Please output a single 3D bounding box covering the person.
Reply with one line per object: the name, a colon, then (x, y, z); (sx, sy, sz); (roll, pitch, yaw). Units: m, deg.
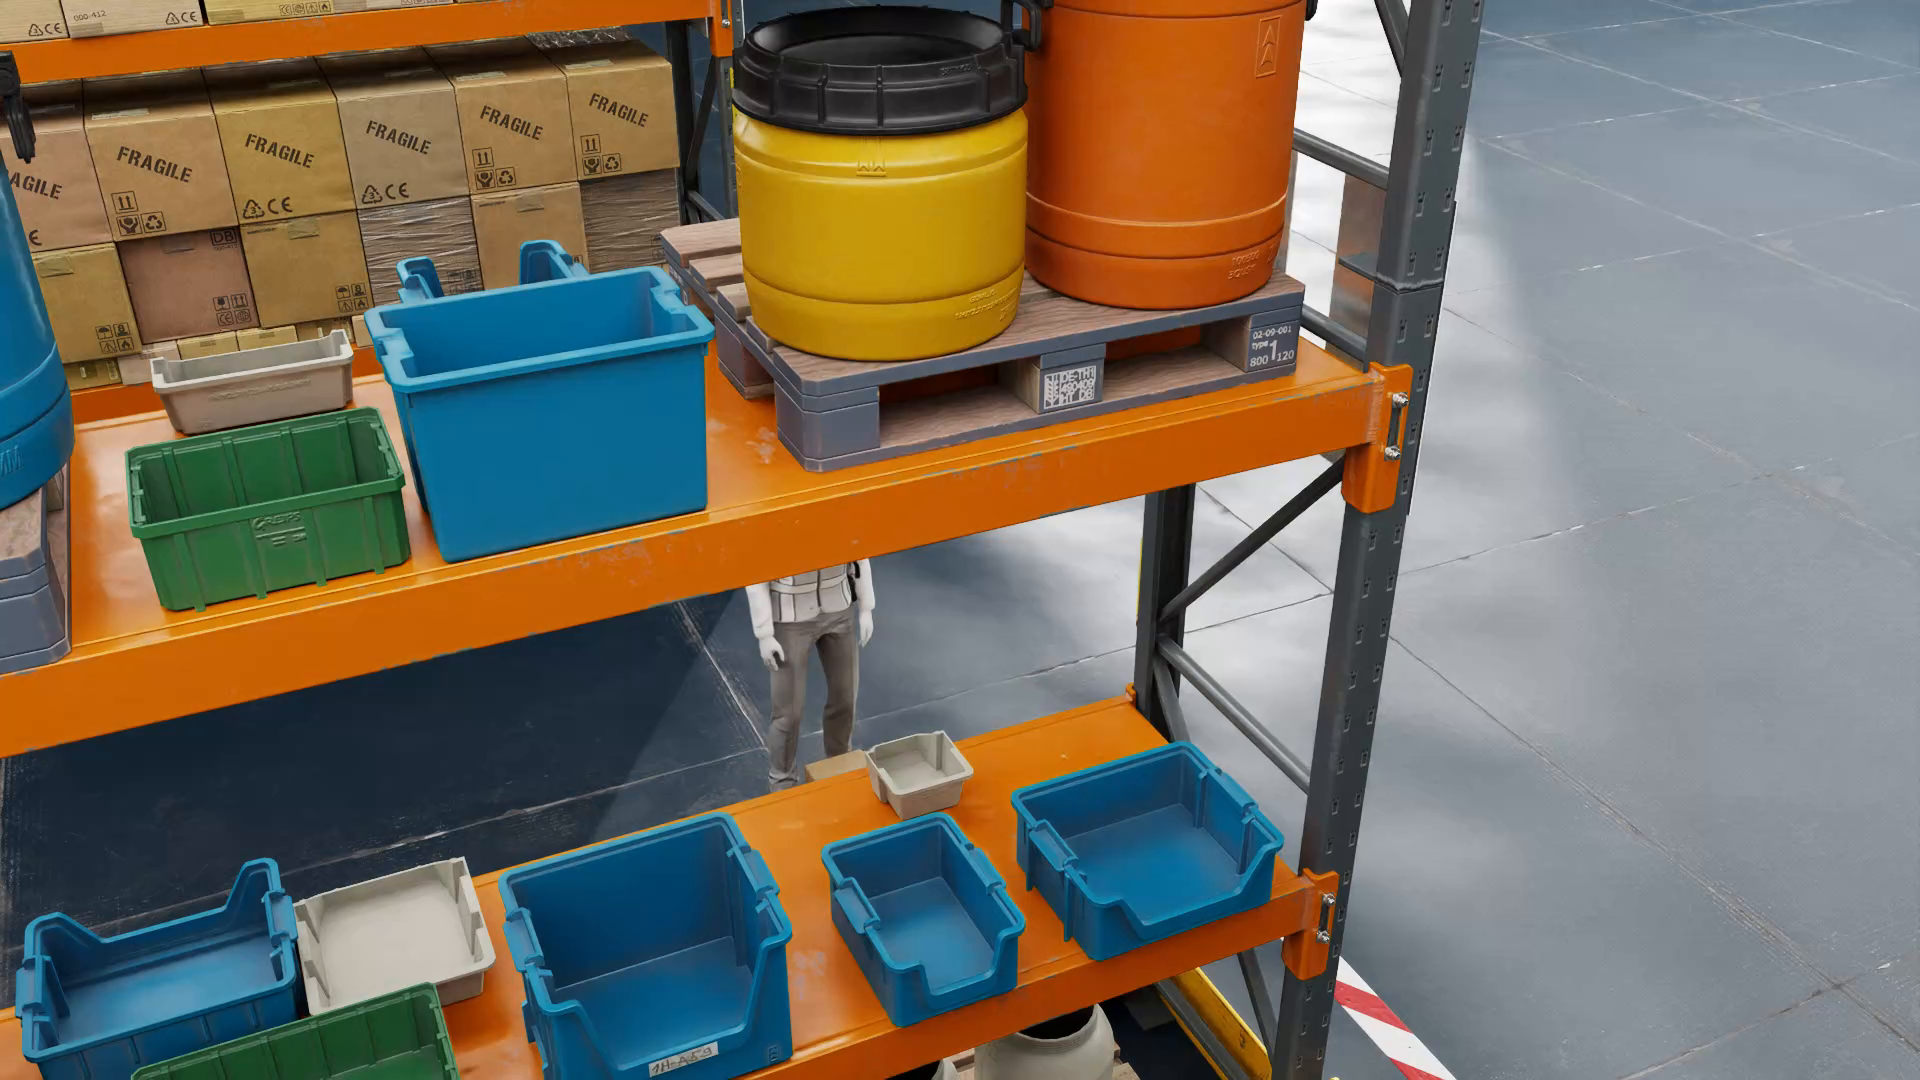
person: (-0.576, 0.323, 6.556); (0.516, 1.663, 0.367); (-14, 33, -24)
